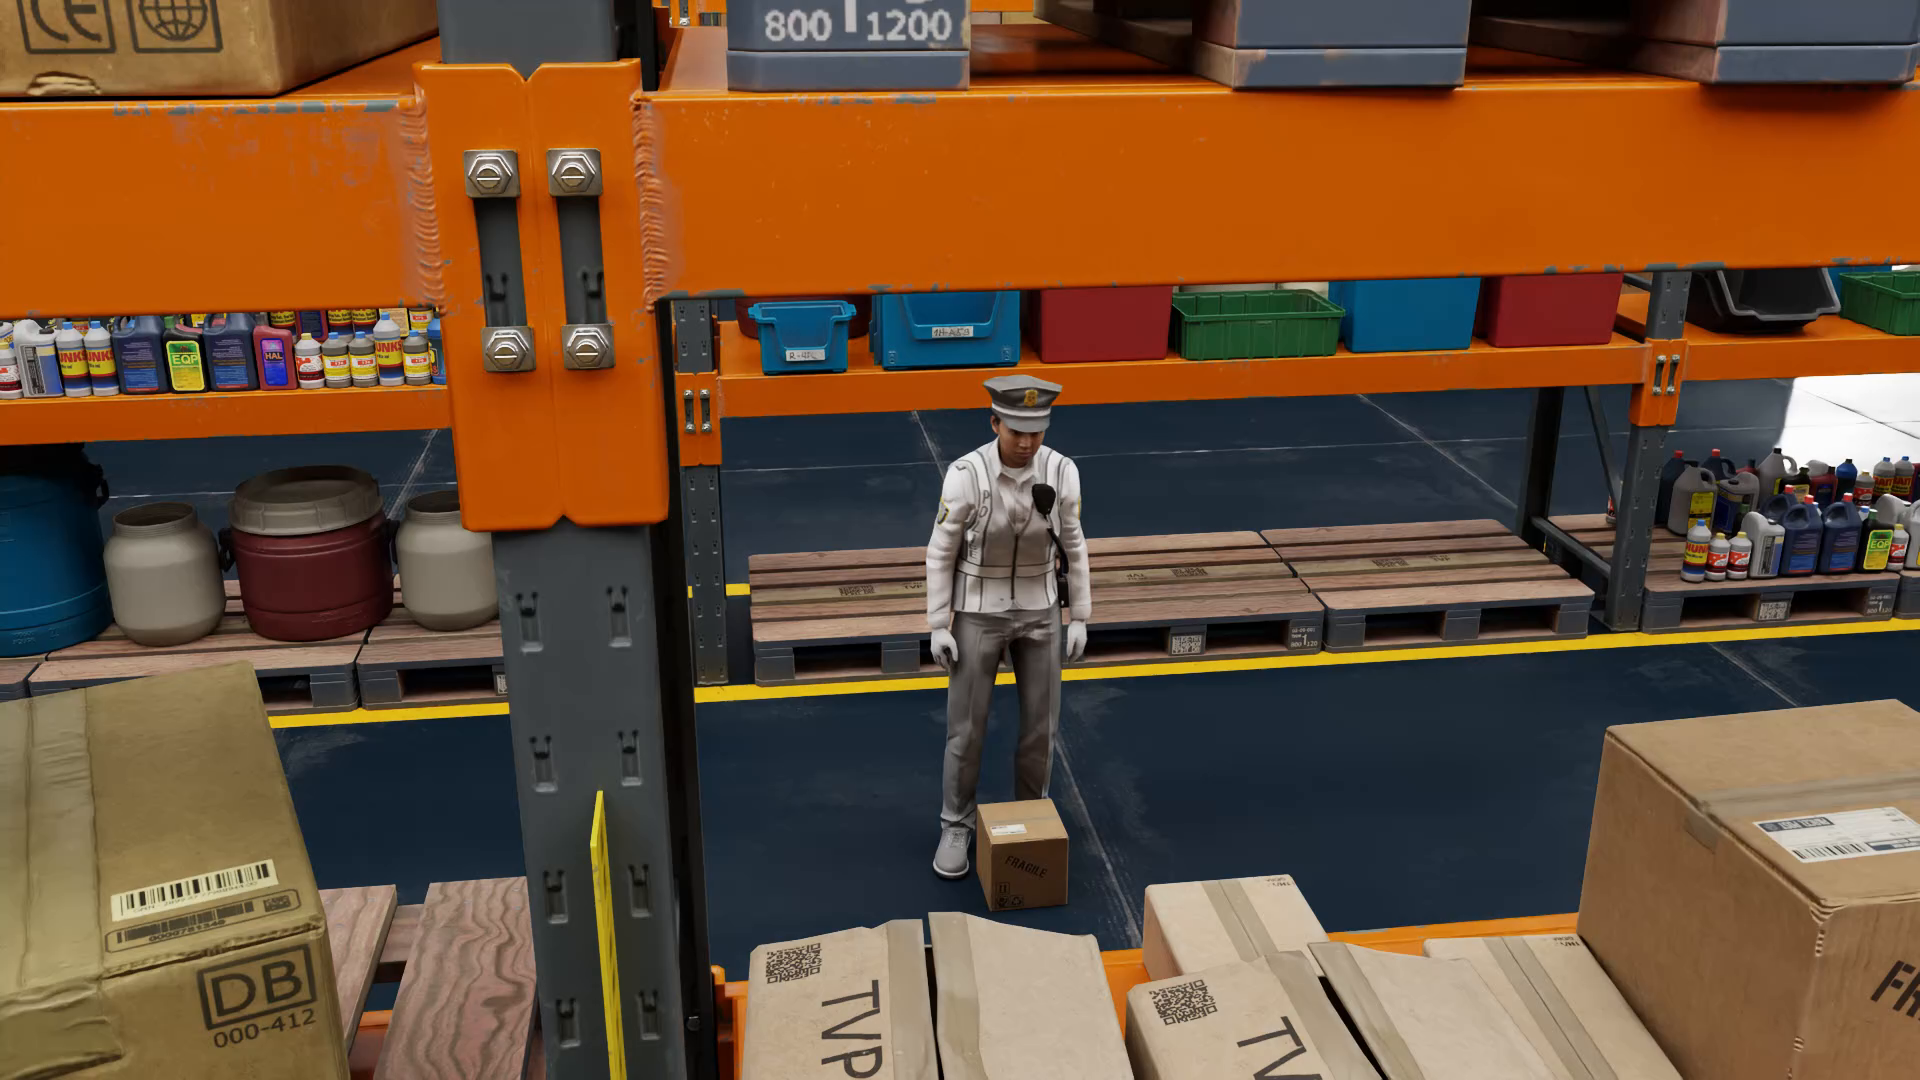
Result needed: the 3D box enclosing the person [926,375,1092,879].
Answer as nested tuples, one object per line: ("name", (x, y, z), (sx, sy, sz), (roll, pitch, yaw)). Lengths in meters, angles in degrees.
("person", (0.159, 0.270, 5.332), (0.535, 1.663, 0.379), (-3, 20, -9))
